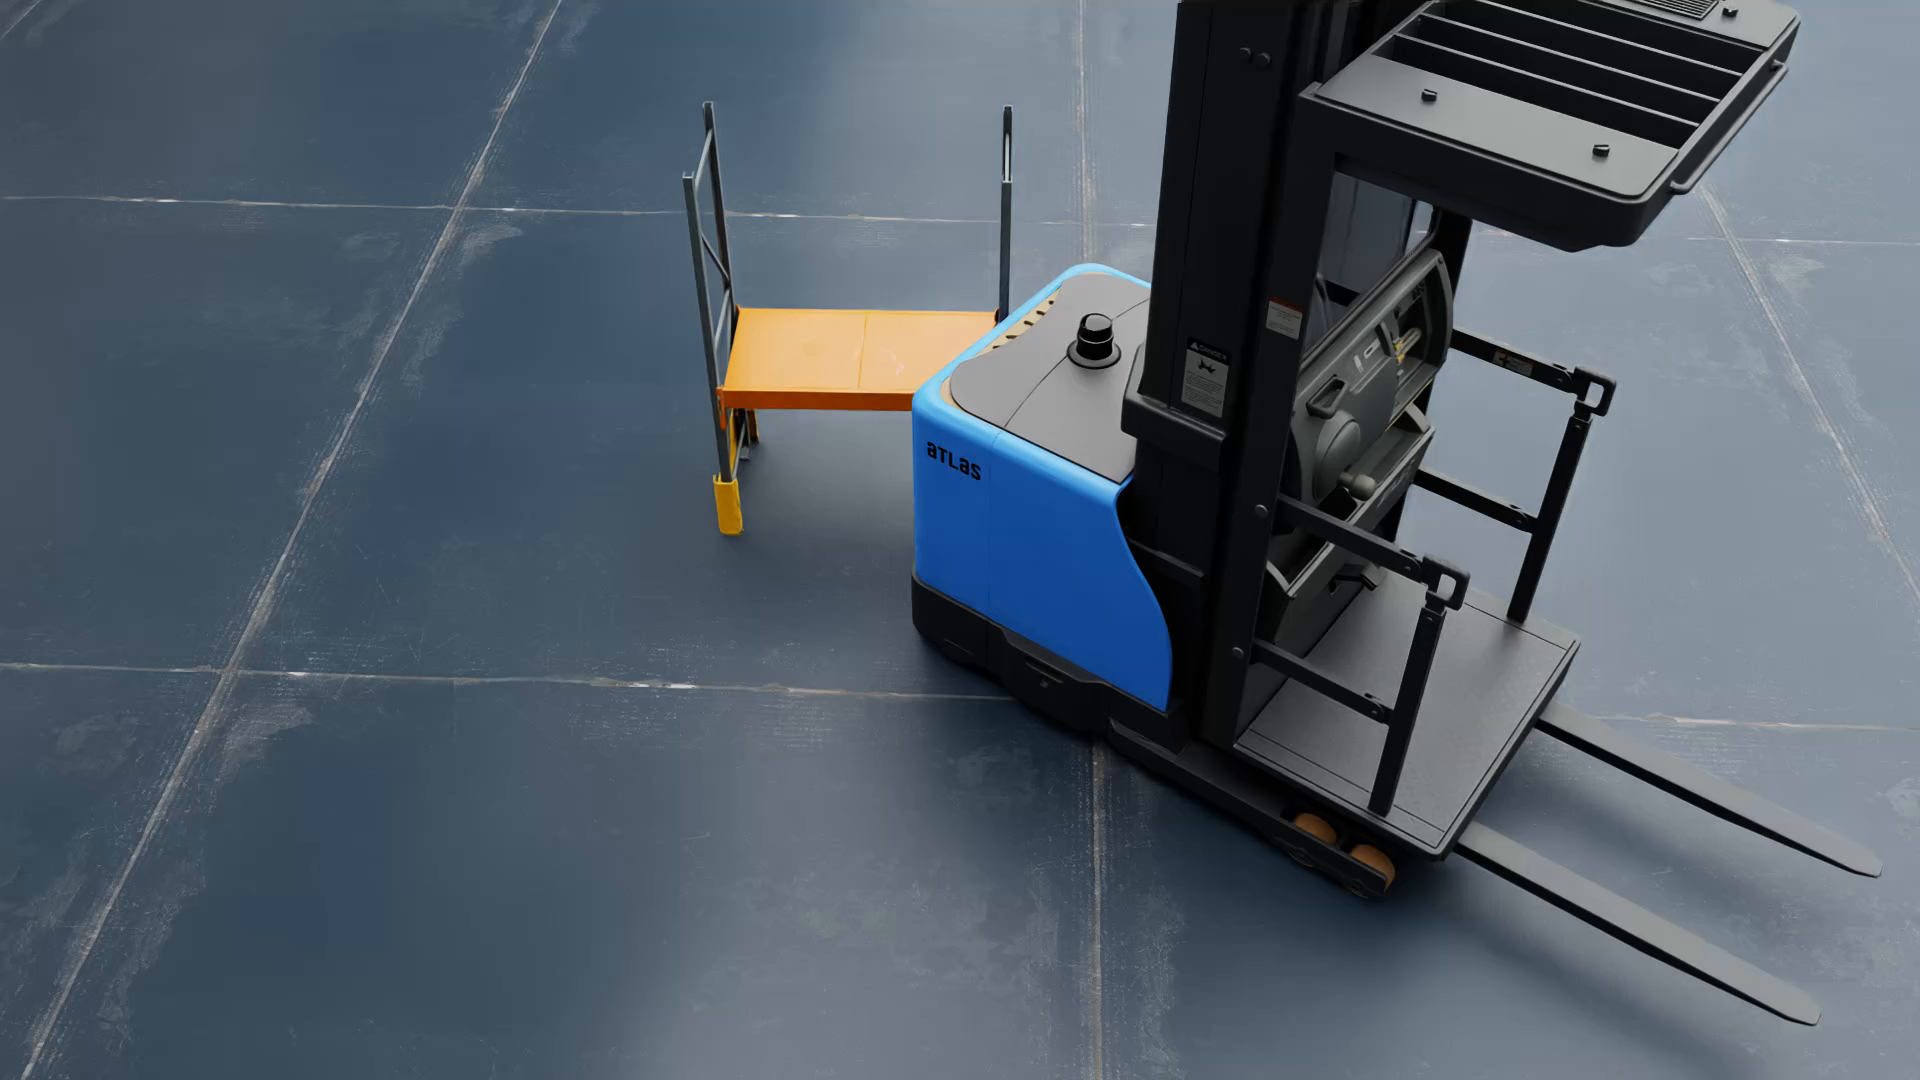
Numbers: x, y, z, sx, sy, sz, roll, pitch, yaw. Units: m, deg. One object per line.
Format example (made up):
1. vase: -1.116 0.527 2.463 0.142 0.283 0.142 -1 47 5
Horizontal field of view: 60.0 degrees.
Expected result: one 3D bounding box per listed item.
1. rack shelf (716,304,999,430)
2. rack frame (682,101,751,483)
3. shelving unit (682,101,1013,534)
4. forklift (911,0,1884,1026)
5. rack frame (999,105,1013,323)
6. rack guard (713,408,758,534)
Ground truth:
1. rack shelf: -0.353 -0.631 6.091 1.000 0.185 0.538 1 43 1
2. rack frame: -0.861 -0.772 5.978 0.032 1.500 0.500 1 43 1
3. shelving unit: -0.362 -0.763 5.968 1.083 1.500 0.587 1 43 1
4. forklift: 1.314 -0.395 4.524 3.031 2.935 1.130 27 49 26
5. rack frame: 0.155 -0.753 5.958 0.032 1.500 0.500 1 43 1
6. rack guard: -0.860 -0.314 6.404 0.087 0.250 0.587 1 43 1
